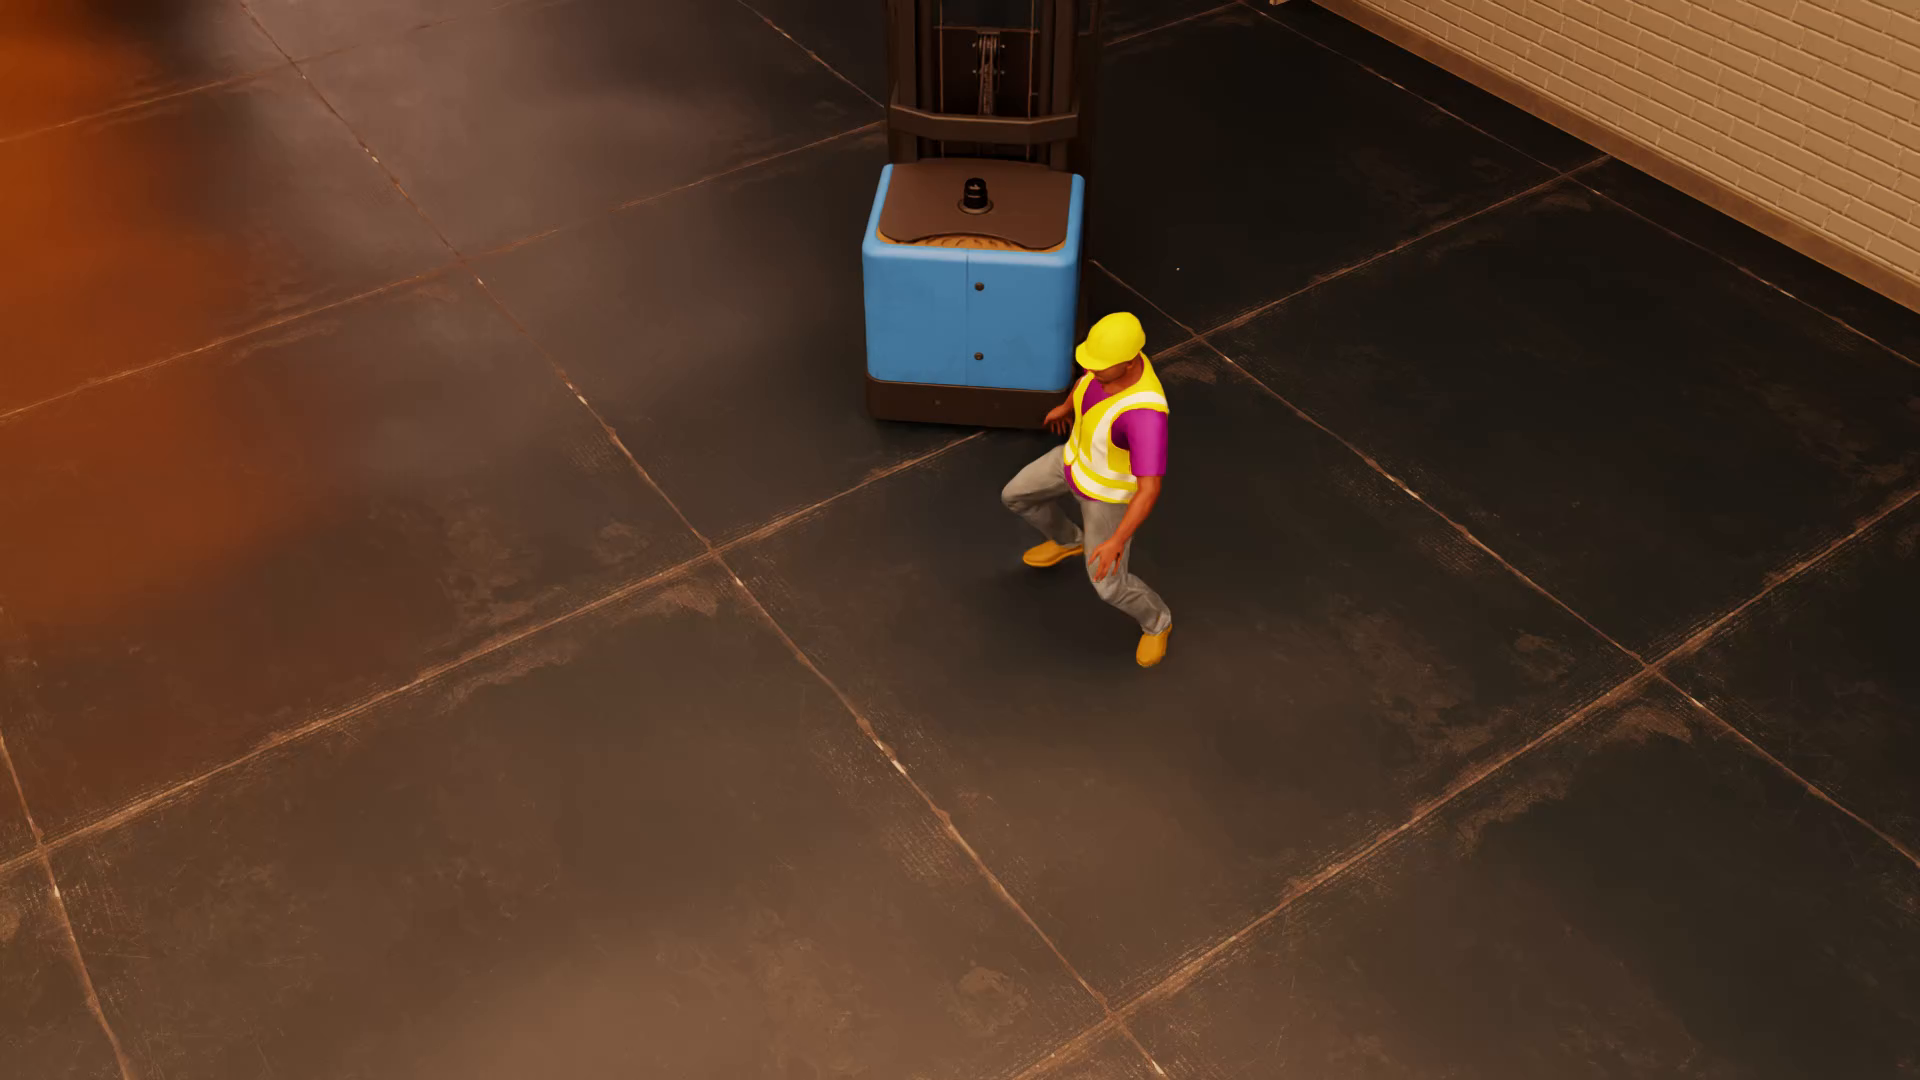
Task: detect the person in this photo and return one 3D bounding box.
[{"bbox_3d":[0.578,-0.278,6.987,0.642,1.647,1.004,-12,44,-12],"label":"person"}]

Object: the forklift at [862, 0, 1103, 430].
[{"bbox_3d":[0.189,-2.626,8.565,1.130,2.935,3.031,4,43,4],"label":"forklift"}]
